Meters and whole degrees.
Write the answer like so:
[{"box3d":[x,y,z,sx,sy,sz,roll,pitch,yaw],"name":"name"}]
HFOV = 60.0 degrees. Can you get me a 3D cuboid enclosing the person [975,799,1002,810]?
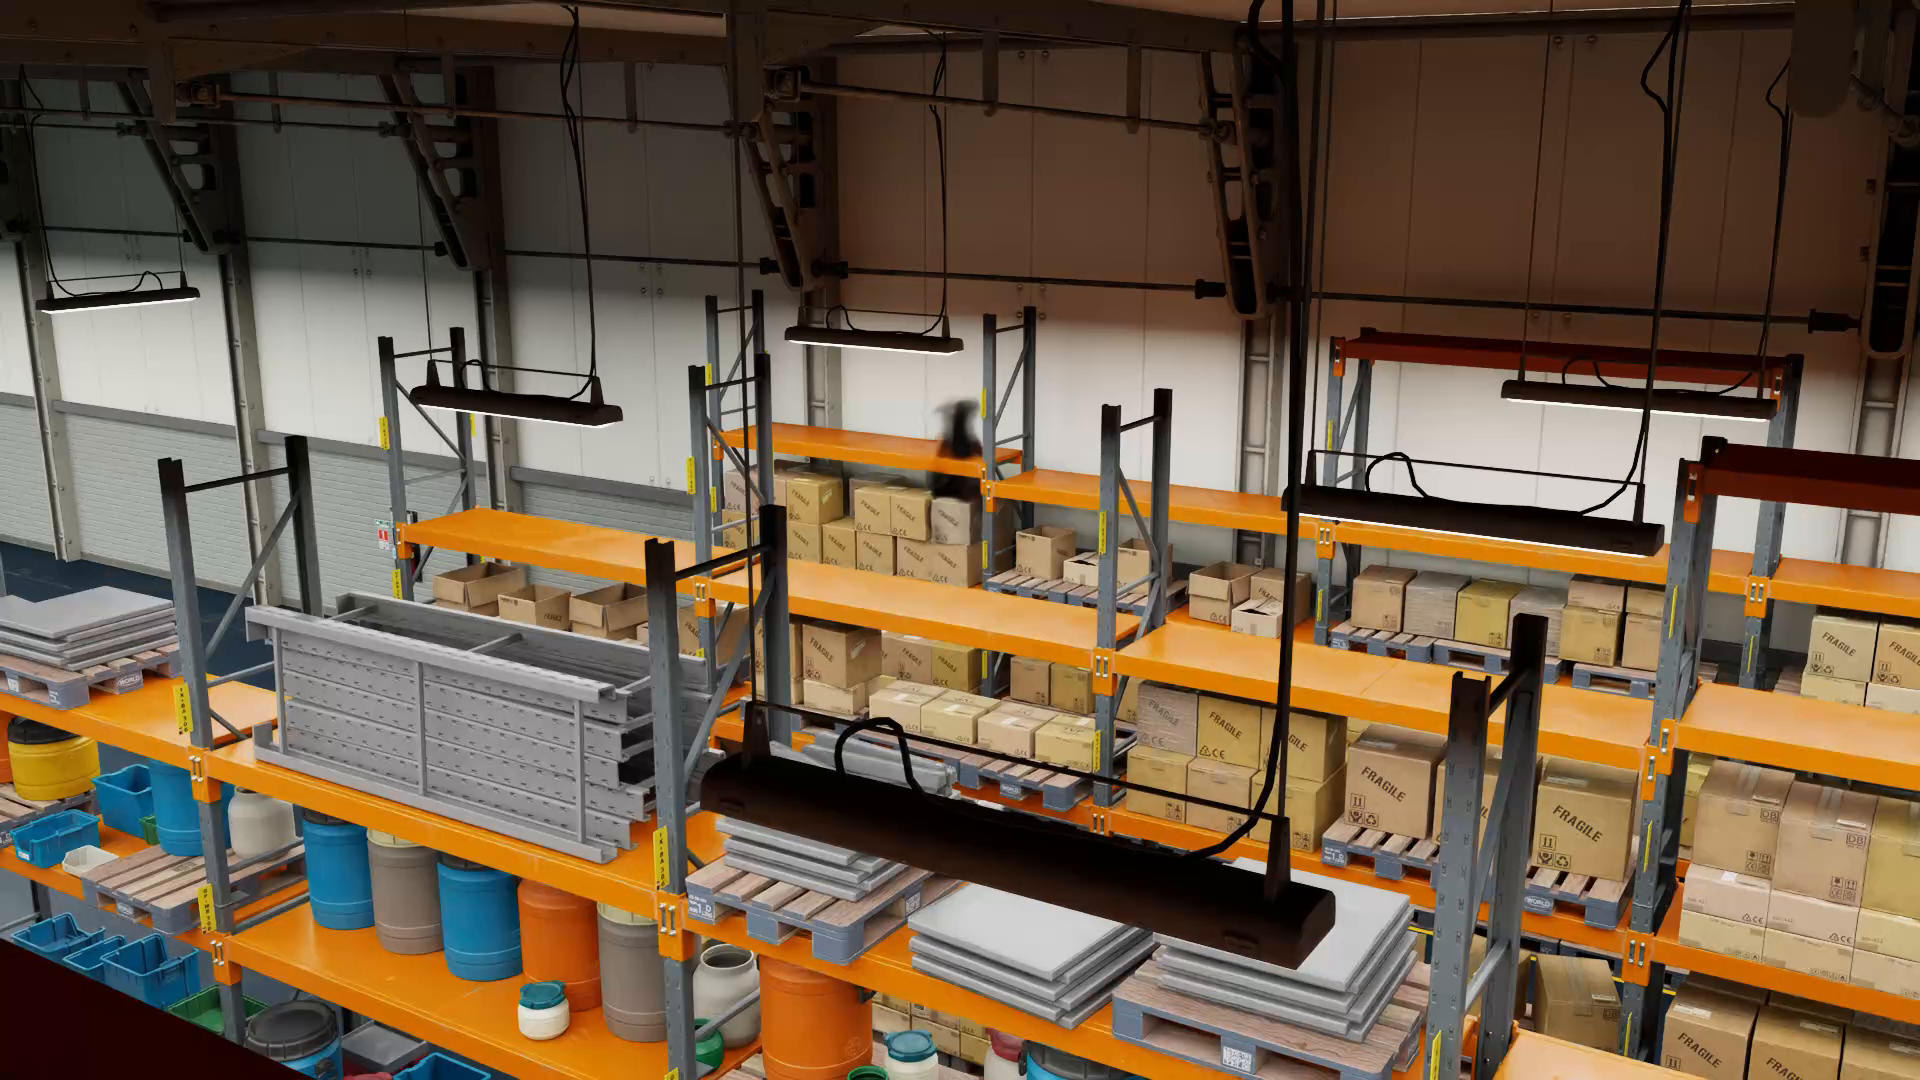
[{"box3d":[0.392,3.336,16.206,0.676,1.735,0.682,5,15,20],"name":"person"}]
